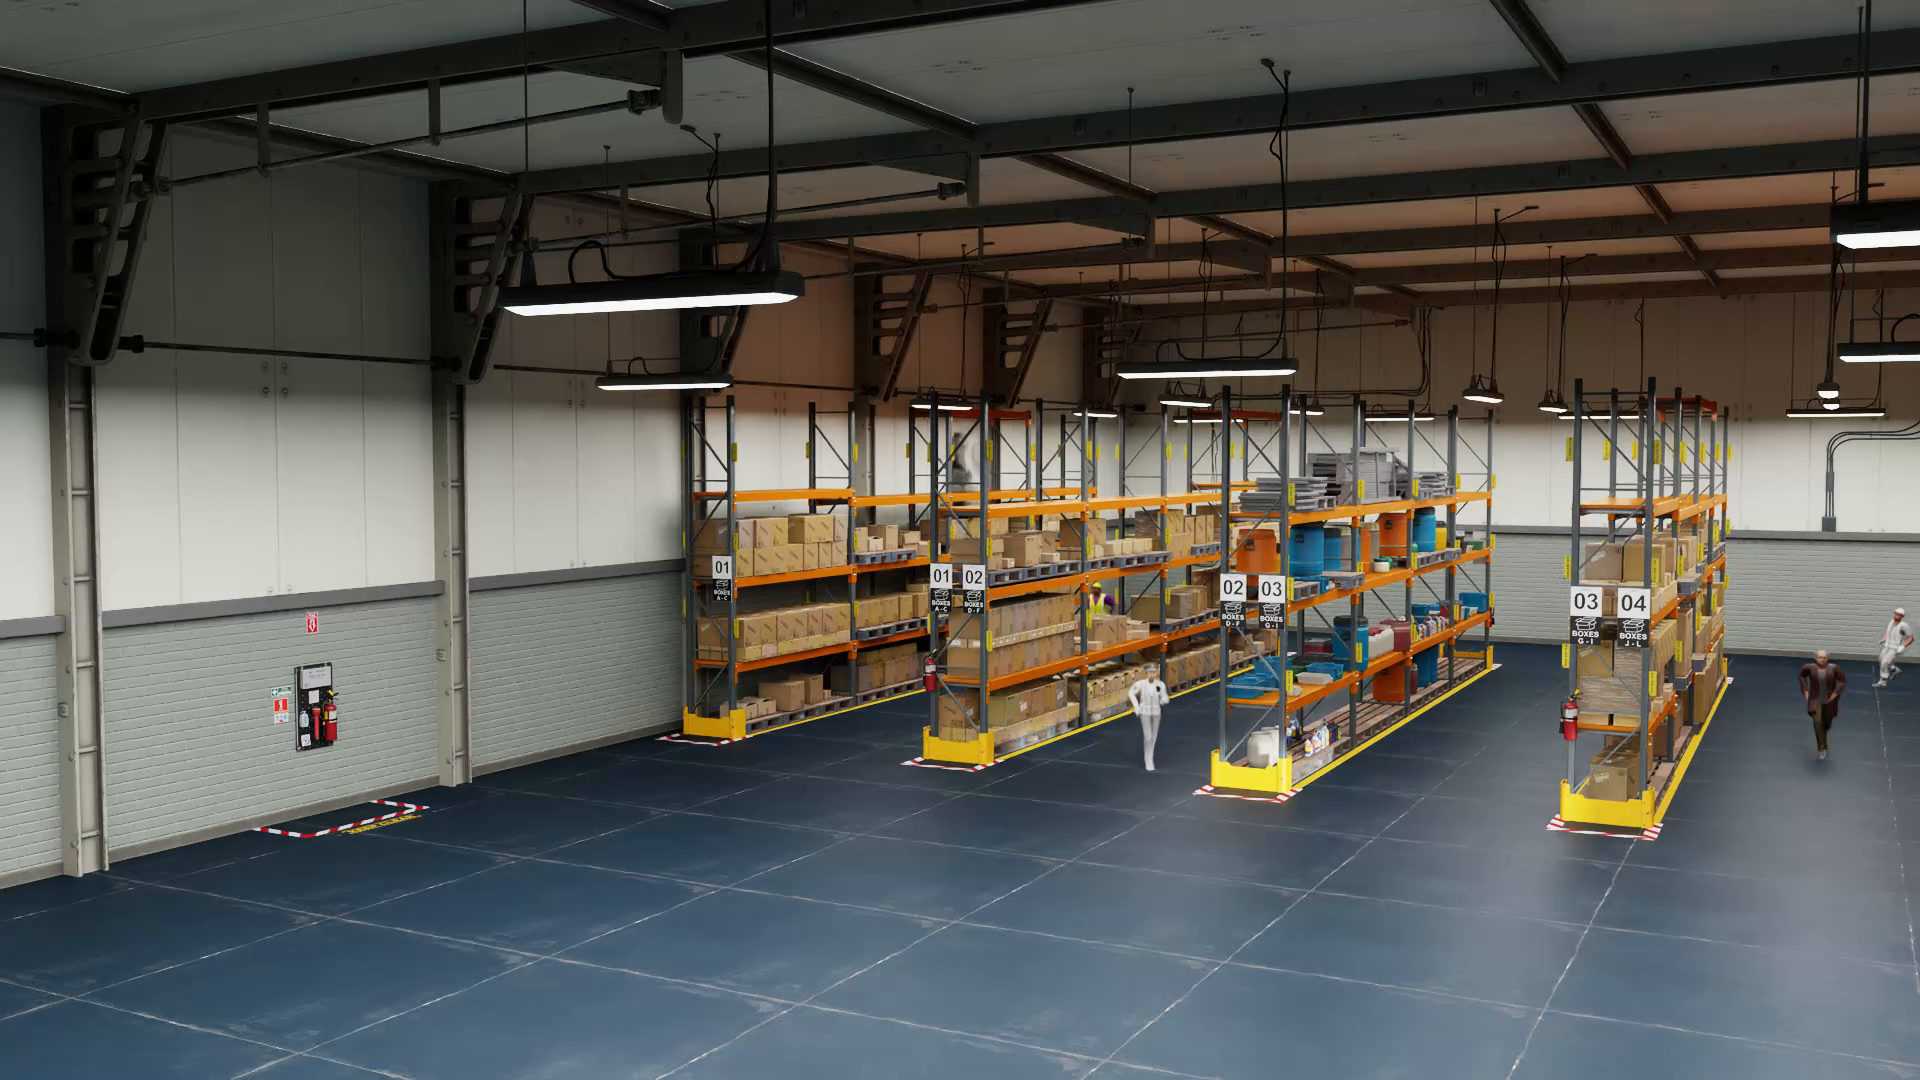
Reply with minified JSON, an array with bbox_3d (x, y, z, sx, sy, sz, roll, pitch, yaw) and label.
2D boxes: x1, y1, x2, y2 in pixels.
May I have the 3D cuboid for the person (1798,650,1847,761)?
[{"bbox_3d":[14.261,2.692,27.525,0.711,1.778,1.149,1,3,23],"label":"person"}]

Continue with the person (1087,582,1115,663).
[{"bbox_3d":[3.118,1.879,37.800,0.671,1.839,0.705,1,3,21],"label":"person"}]

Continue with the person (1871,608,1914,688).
[{"bbox_3d":[19.775,2.293,35.146,0.694,1.715,0.704,-1,3,-14],"label":"person"}]

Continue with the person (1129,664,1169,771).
[{"bbox_3d":[2.992,2.795,26.223,0.614,1.722,0.733,0,3,-5],"label":"person"}]
